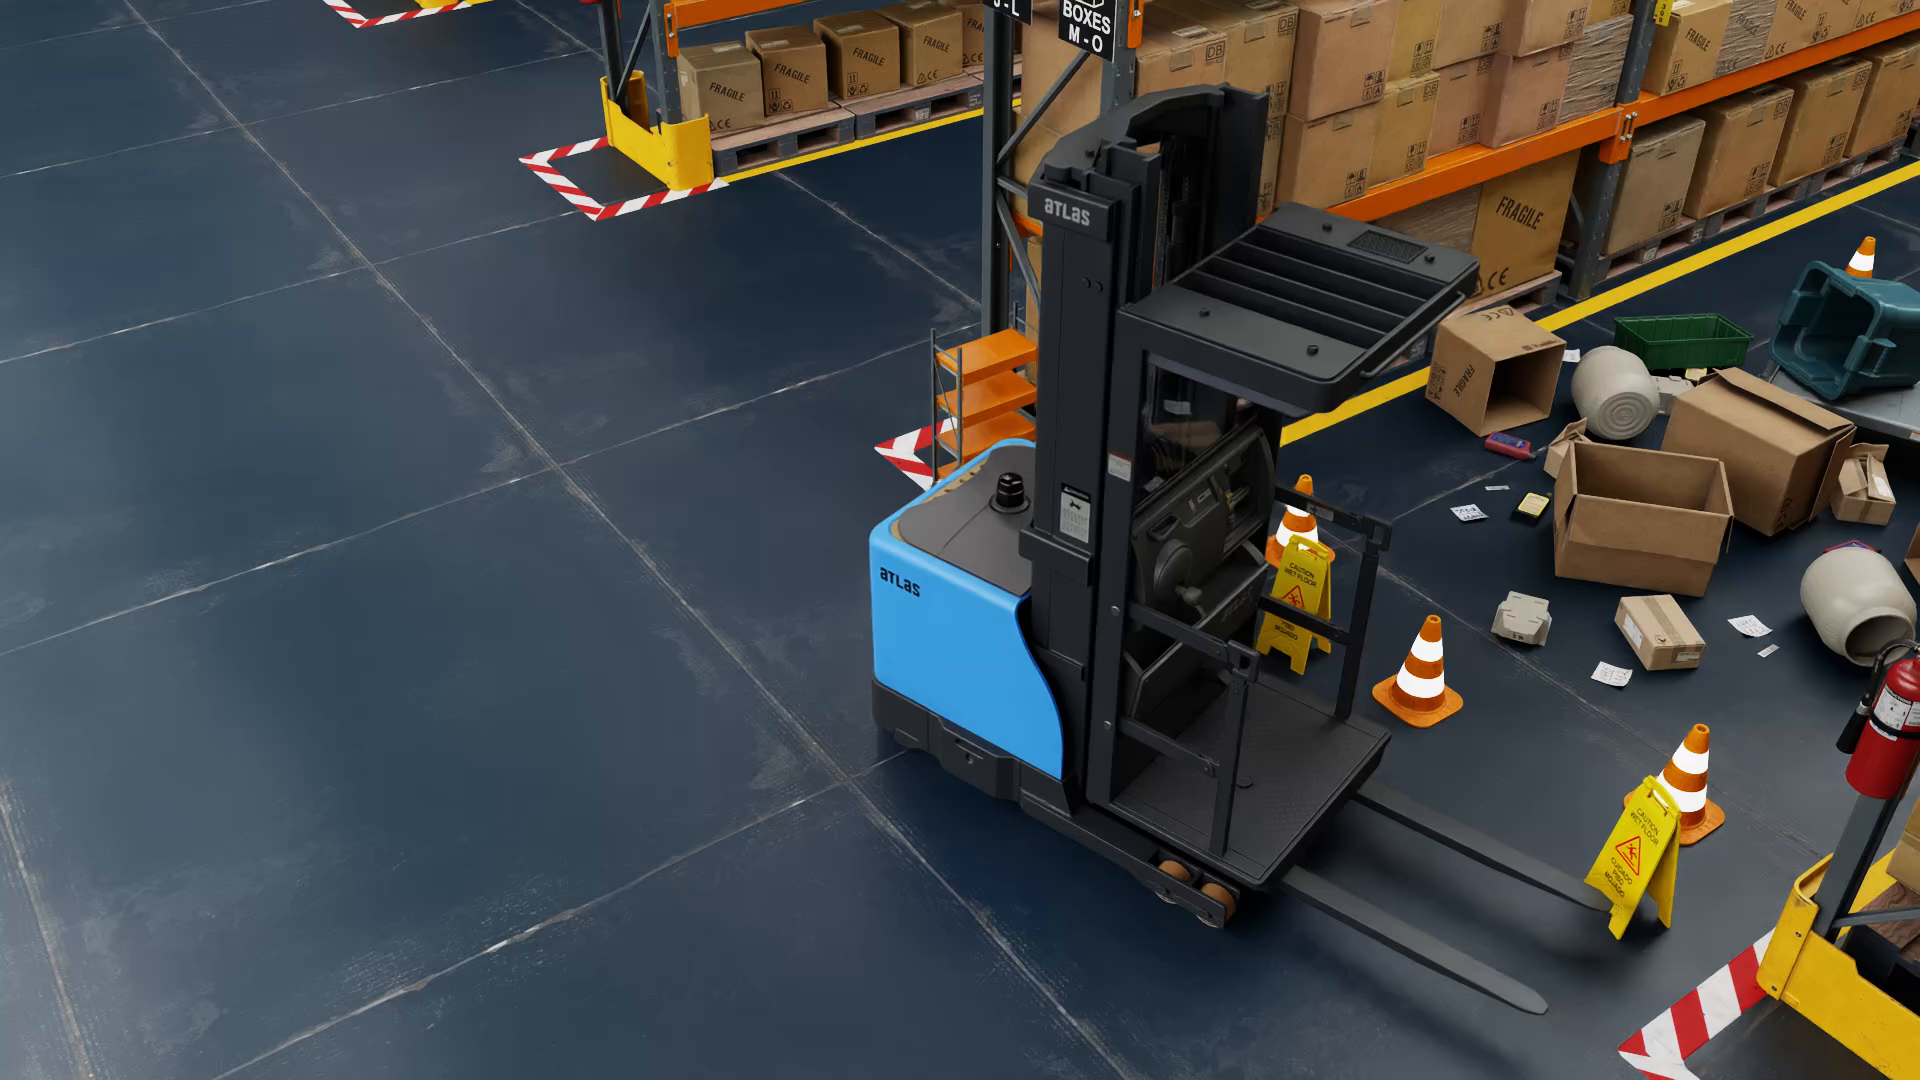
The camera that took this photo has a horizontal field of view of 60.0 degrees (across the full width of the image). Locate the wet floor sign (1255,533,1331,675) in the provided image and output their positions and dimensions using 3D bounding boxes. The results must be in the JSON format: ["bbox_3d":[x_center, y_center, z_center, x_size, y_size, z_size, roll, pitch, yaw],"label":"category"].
[{"bbox_3d":[1.569,0.263,7.645,0.267,0.644,0.232,30,45,35],"label":"wet floor sign"}]

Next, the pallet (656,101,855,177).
[{"bbox_3d":[-1.576,-3.199,12.830,1.213,0.211,1.003,-22,41,-28],"label":"pallet"}]

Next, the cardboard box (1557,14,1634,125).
[{"bbox_3d":[3.427,-2.924,9.932,0.550,0.550,0.875,-22,41,-28],"label":"cardboard box"}]

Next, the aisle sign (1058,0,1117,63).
[{"bbox_3d":[0.567,-2.536,7.294,0.004,0.787,0.394,-22,41,-28],"label":"aisle sign"}]

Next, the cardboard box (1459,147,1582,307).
[{"bbox_3d":[3.167,-2.123,10.406,0.875,0.875,0.875,-22,41,-27],"label":"cardboard box"}]

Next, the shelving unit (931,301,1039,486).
[{"bbox_3d":[0.135,-0.543,8.290,0.503,1.200,0.258,-22,41,-28],"label":"shelving unit"}]

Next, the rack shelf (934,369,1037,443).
[{"bbox_3d":[0.135,-0.670,8.199,0.480,0.148,0.258,-22,41,-28],"label":"rack shelf"}]

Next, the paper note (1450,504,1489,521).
[{"bbox_3d":[2.678,-0.145,8.740,0.142,0.017,0.144,-9,37,-12],"label":"paper note"}]

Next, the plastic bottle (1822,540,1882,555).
[{"bbox_3d":[4.521,0.067,8.417,0.283,0.061,0.133,-15,38,-20],"label":"plastic bottle"}]

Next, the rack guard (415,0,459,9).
[{"bbox_3d":[-5.141,-5.446,15.707,0.348,0.500,1.175,-22,41,-28],"label":"rack guard"}]

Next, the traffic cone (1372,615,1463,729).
[{"bbox_3d":[2.077,0.535,7.423,0.334,0.463,0.336,-22,41,-28],"label":"traffic cone"}]

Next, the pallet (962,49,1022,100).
[{"bbox_3d":[0.418,-4.019,13.971,1.213,0.211,1.003,-22,41,-28],"label":"pallet"}]

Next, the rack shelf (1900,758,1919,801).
[{"bbox_3d":[5.021,0.300,6.193,4.000,0.370,1.077,-22,41,-28],"label":"rack shelf"}]

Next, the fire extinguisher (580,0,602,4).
[{"bbox_3d":[-2.682,-4.199,11.899,0.183,0.674,0.296,-22,41,-28],"label":"fire extinguisher"}]

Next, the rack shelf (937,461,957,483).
[{"bbox_3d":[0.135,-0.327,8.446,0.480,0.148,0.258,-22,41,-28],"label":"rack shelf"}]

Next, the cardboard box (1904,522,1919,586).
[{"bbox_3d":[4.996,0.060,8.049,0.500,0.500,0.500,3,36,4],"label":"cardboard box"}]

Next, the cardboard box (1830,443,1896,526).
[{"bbox_3d":[4.754,-0.305,8.760,0.258,0.266,0.396,9,37,12],"label":"cardboard box"}]

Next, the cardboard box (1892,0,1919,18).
[{"bbox_3d":[6.369,-3.932,11.376,0.500,0.500,0.500,-22,41,-28],"label":"cardboard box"}]

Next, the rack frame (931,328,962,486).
[{"bbox_3d":[-0.064,-0.461,8.176,0.015,1.200,0.240,-22,41,-28],"label":"rack frame"}]

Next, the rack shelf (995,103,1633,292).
[{"bbox_3d":[2.087,-2.028,9.430,4.000,0.370,1.077,-22,41,-28],"label":"rack shelf"}]

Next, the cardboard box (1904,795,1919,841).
[{"bbox_3d":[3.891,0.928,6.057,0.500,0.500,0.500,-22,41,-28],"label":"cardboard box"}]

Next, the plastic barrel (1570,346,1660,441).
[{"bbox_3d":[3.678,-0.833,9.360,0.421,0.421,0.512,3,36,4],"label":"plastic barrel"}]

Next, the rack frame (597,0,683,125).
[{"bbox_3d":[-2.323,-4.049,11.624,0.127,3.000,1.000,-22,41,-28],"label":"rack frame"}]

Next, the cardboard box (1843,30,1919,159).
[{"bbox_3d":[6.442,-3.434,12.336,0.750,0.750,1.050,-23,42,-28],"label":"cardboard box"}]

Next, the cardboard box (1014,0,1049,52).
[{"bbox_3d":[0.597,-4.434,13.941,0.500,0.500,0.500,-24,42,-29],"label":"cardboard box"}]

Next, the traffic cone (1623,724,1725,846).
[{"bbox_3d":[2.995,0.951,6.845,0.334,0.463,0.336,-22,41,-28],"label":"traffic cone"}]

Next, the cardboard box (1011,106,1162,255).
[{"bbox_3d":[0.729,-1.855,8.445,0.550,0.550,0.875,-22,41,-28],"label":"cardboard box"}]

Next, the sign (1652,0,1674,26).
[{"bbox_3d":[4.043,-3.112,9.512,0.005,0.325,0.100,-22,41,-28],"label":"sign"}]

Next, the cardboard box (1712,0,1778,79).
[{"bbox_3d":[4.719,-3.252,10.431,0.500,0.500,0.500,-22,41,-28],"label":"cardboard box"}]

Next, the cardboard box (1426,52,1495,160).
[{"bbox_3d":[2.481,-2.603,9.485,0.550,0.550,0.875,-22,41,-28],"label":"cardboard box"}]

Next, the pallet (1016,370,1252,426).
[{"bbox_3d":[1.061,-0.822,9.525,1.213,0.211,1.003,-22,41,-28],"label":"pallet"}]

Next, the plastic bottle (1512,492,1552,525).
[{"bbox_3d":[3.024,-0.183,8.766,0.133,0.061,0.283,22,41,28],"label":"plastic bottle"}]

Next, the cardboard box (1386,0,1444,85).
[{"bbox_3d":[2.068,-2.846,8.898,0.500,0.550,0.875,-22,41,-28],"label":"cardboard box"}]

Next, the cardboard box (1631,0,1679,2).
[{"bbox_3d":[4.124,-3.609,10.071,0.500,0.500,0.700,-23,42,-29],"label":"cardboard box"}]

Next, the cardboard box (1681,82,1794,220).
[{"bbox_3d":[4.968,-2.825,11.489,0.750,0.750,1.050,-22,41,-28],"label":"cardboard box"}]

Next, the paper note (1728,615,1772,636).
[{"bbox_3d":[3.793,0.409,7.979,0.142,0.019,0.148,-9,37,-12],"label":"paper note"}]

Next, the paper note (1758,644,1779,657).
[{"bbox_3d":[3.808,0.521,7.830,0.123,0.001,0.032,-22,41,-28],"label":"paper note"}]

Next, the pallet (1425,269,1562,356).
[{"bbox_3d":[3.055,-1.642,10.666,1.213,0.211,1.003,-22,41,-28],"label":"pallet"}]

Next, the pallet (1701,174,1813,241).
[{"bbox_3d":[5.307,-2.569,11.955,1.213,0.211,1.003,-22,41,-28],"label":"pallet"}]

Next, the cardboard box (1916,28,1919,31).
[{"bbox_3d":[7.399,-4.154,12.909,0.500,0.250,0.500,-23,42,-29],"label":"cardboard box"}]

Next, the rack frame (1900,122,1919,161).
[{"bbox_3d":[6.991,-4.338,12.027,0.127,3.000,1.000,-22,41,-28],"label":"rack frame"}]

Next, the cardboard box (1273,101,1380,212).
[{"bbox_3d":[1.696,-2.179,8.895,0.550,0.550,0.875,-22,41,-28],"label":"cardboard box"}]

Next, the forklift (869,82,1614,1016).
[{"bbox_3d":[1.079,-0.038,6.106,3.031,2.935,1.130,25,43,30],"label":"forklift"}]

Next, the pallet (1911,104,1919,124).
[{"bbox_3d":[7.631,-3.468,13.205,1.213,0.211,1.003,-22,41,-28],"label":"pallet"}]

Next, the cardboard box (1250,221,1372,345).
[{"bbox_3d":[1.686,-1.512,9.557,0.875,0.875,0.875,-23,42,-29],"label":"cardboard box"}]

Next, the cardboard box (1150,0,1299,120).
[{"bbox_3d":[1.174,-2.482,8.392,0.550,0.550,0.875,-22,41,-28],"label":"cardboard box"}]

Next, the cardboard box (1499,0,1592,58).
[{"bbox_3d":[3.018,-3.144,9.313,0.550,0.550,0.875,-22,41,-28],"label":"cardboard box"}]

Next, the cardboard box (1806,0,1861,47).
[{"bbox_3d":[5.544,-3.590,10.900,0.500,0.500,0.500,-22,41,-27],"label":"cardboard box"}]

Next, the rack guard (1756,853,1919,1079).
[{"bbox_3d":[3.448,1.670,5.813,0.348,0.500,1.175,-22,41,-28],"label":"rack guard"}]

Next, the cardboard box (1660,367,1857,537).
[{"bbox_3d":[4.123,-0.478,8.681,0.503,0.637,0.797,-22,41,-28],"label":"cardboard box"}]

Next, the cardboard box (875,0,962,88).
[{"bbox_3d":[-0.329,-3.992,13.326,0.500,0.500,0.500,-26,43,-32],"label":"cardboard box"}]

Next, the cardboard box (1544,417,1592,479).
[{"bbox_3d":[3.378,-0.426,8.928,0.258,0.266,0.396,-15,38,-20],"label":"cardboard box"}]

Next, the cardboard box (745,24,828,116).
[{"bbox_3d":[-1.334,-3.624,12.814,0.500,0.500,0.500,-12,37,-16],"label":"cardboard box"}]

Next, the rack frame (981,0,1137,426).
[{"bbox_3d":[0.452,-1.648,8.285,0.127,3.000,1.000,-22,41,-28],"label":"rack frame"}]

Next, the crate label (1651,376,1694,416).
[{"bbox_3d":[4.098,-0.841,9.616,0.298,0.136,0.250,9,37,12],"label":"crate label"}]
